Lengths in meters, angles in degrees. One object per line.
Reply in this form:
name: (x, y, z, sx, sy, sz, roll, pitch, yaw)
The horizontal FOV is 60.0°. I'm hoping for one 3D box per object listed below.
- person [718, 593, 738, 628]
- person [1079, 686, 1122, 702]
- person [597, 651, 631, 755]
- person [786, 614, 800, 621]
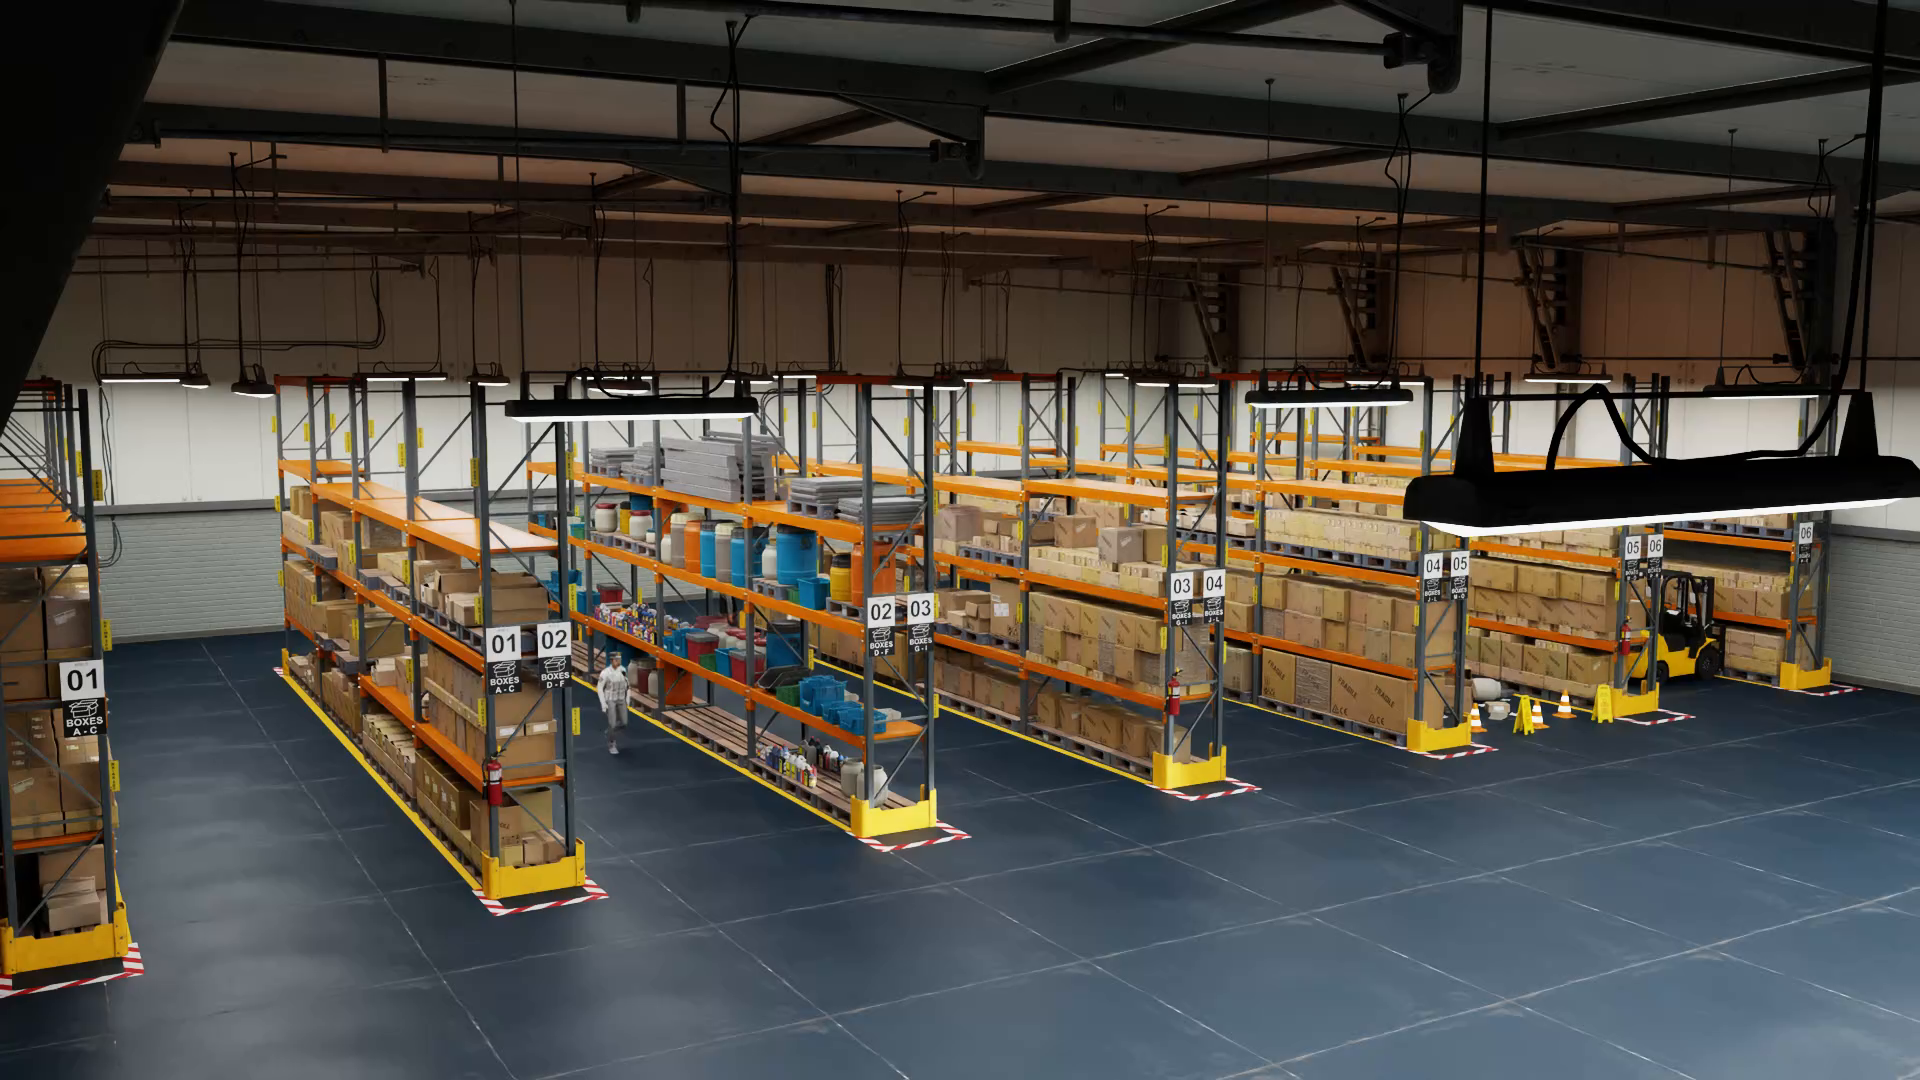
person: (-5.032, 1.574, 35.772, 0.963, 1.687, 0.556, 1, 6, 7)
person: (2.438, 2.062, 29.476, 0.578, 1.540, 0.979, -3, 7, -22)
person: (-5.610, 2.589, 26.824, 0.583, 1.659, 0.548, -5, 8, -41)
person: (-3.273, 1.879, 33.210, 0.528, 1.712, 0.389, -3, 7, -24)
